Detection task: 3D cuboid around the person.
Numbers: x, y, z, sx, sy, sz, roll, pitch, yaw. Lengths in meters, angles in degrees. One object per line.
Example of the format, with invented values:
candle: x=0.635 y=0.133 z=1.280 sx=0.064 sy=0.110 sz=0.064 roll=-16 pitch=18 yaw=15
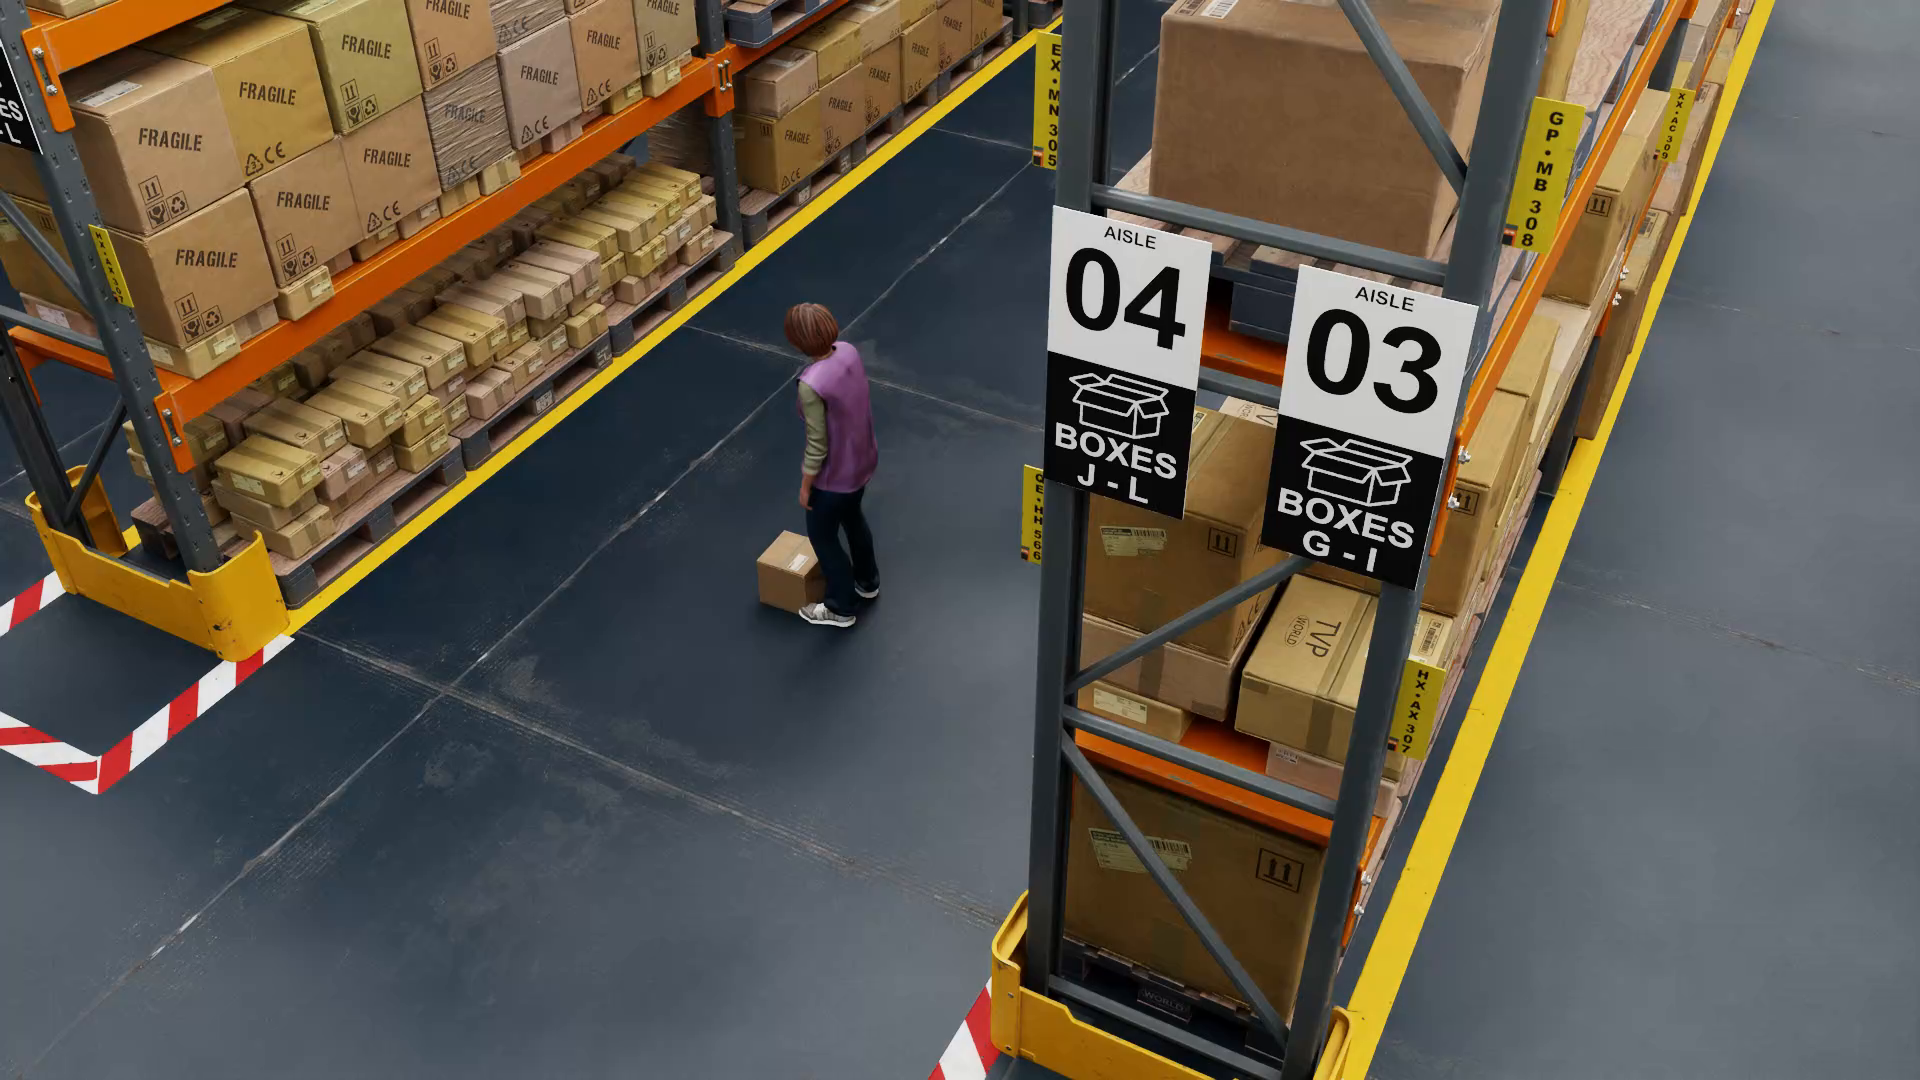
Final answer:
person: x=-0.538 y=-0.308 z=7.144 sx=0.350 sy=1.592 sz=0.467 roll=18 pitch=42 yaw=21
